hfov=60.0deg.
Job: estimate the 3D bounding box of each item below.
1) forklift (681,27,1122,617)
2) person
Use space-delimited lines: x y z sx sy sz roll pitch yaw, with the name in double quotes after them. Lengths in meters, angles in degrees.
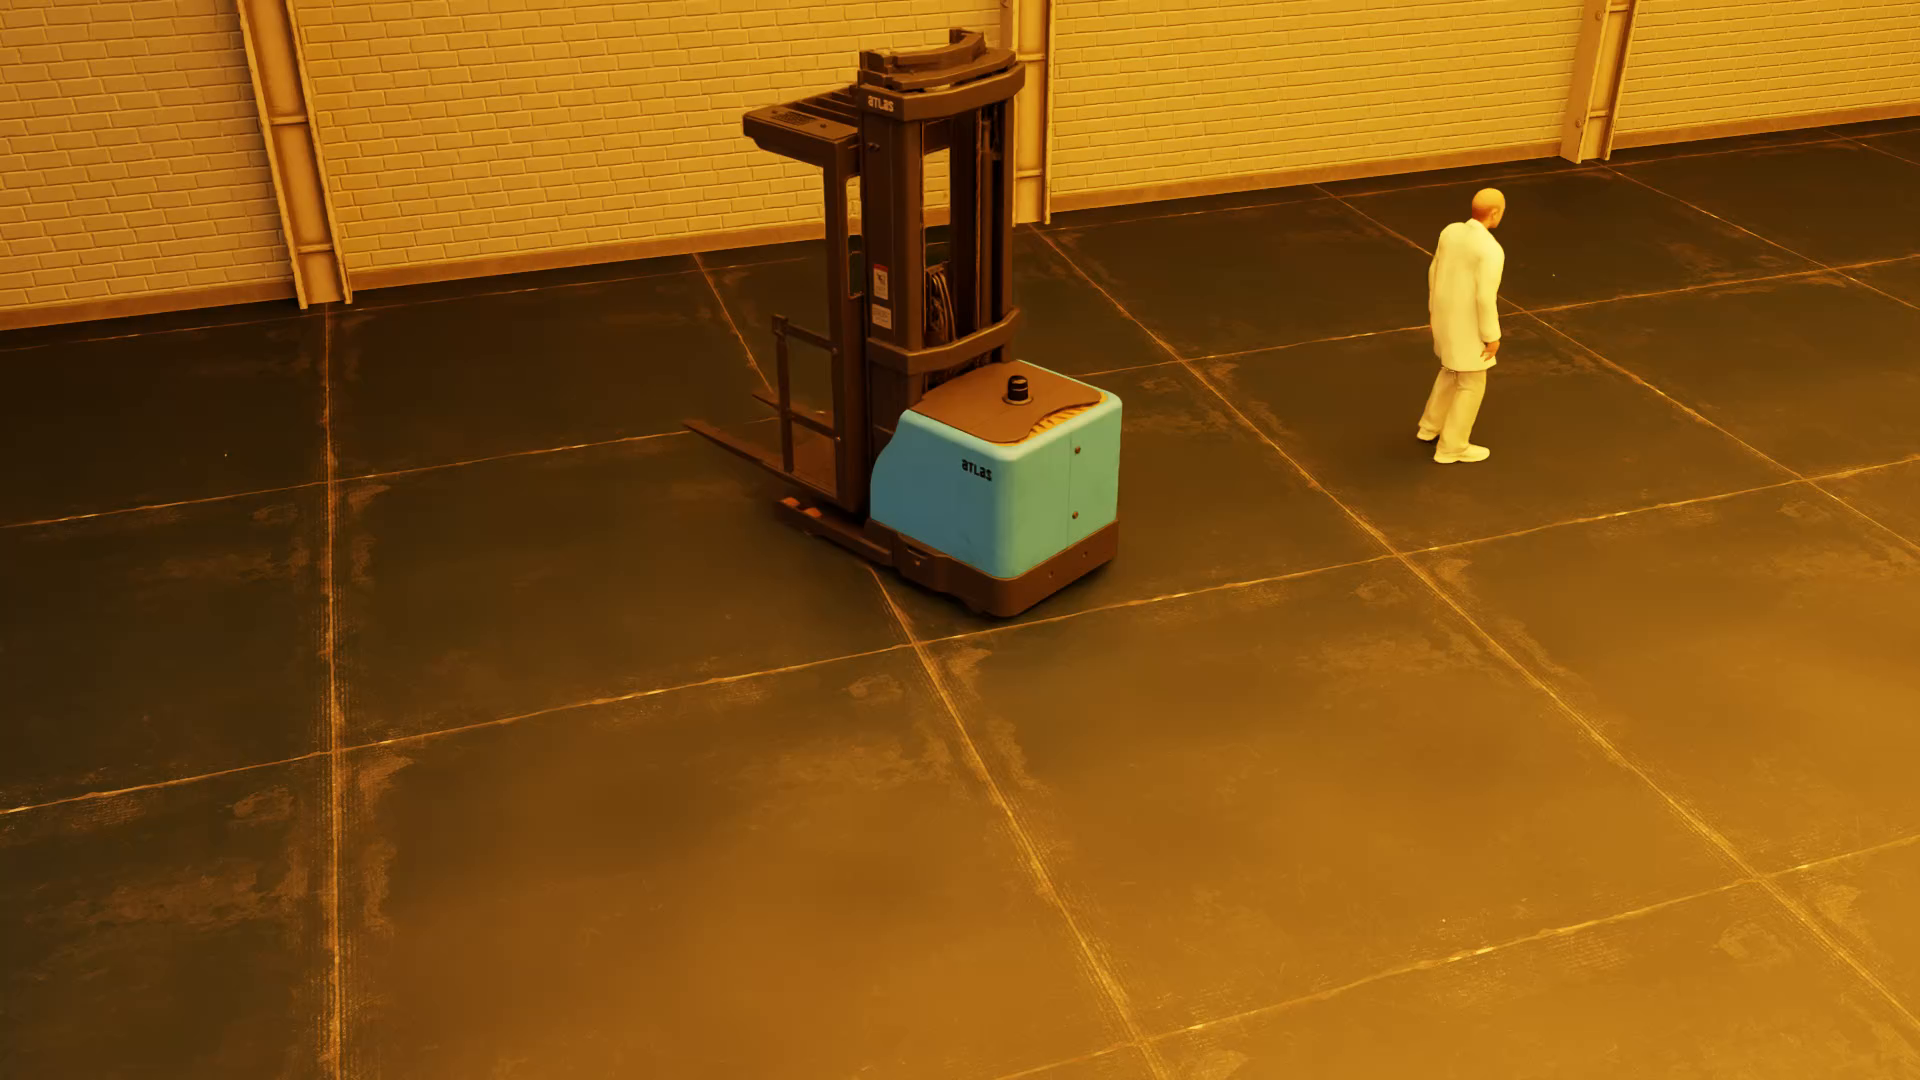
-0.502 -1.467 9.637 3.031 2.935 1.130 25 38 36 "forklift"
3.242 -1.379 10.647 0.450 1.771 0.648 -10 31 -17 "person"
